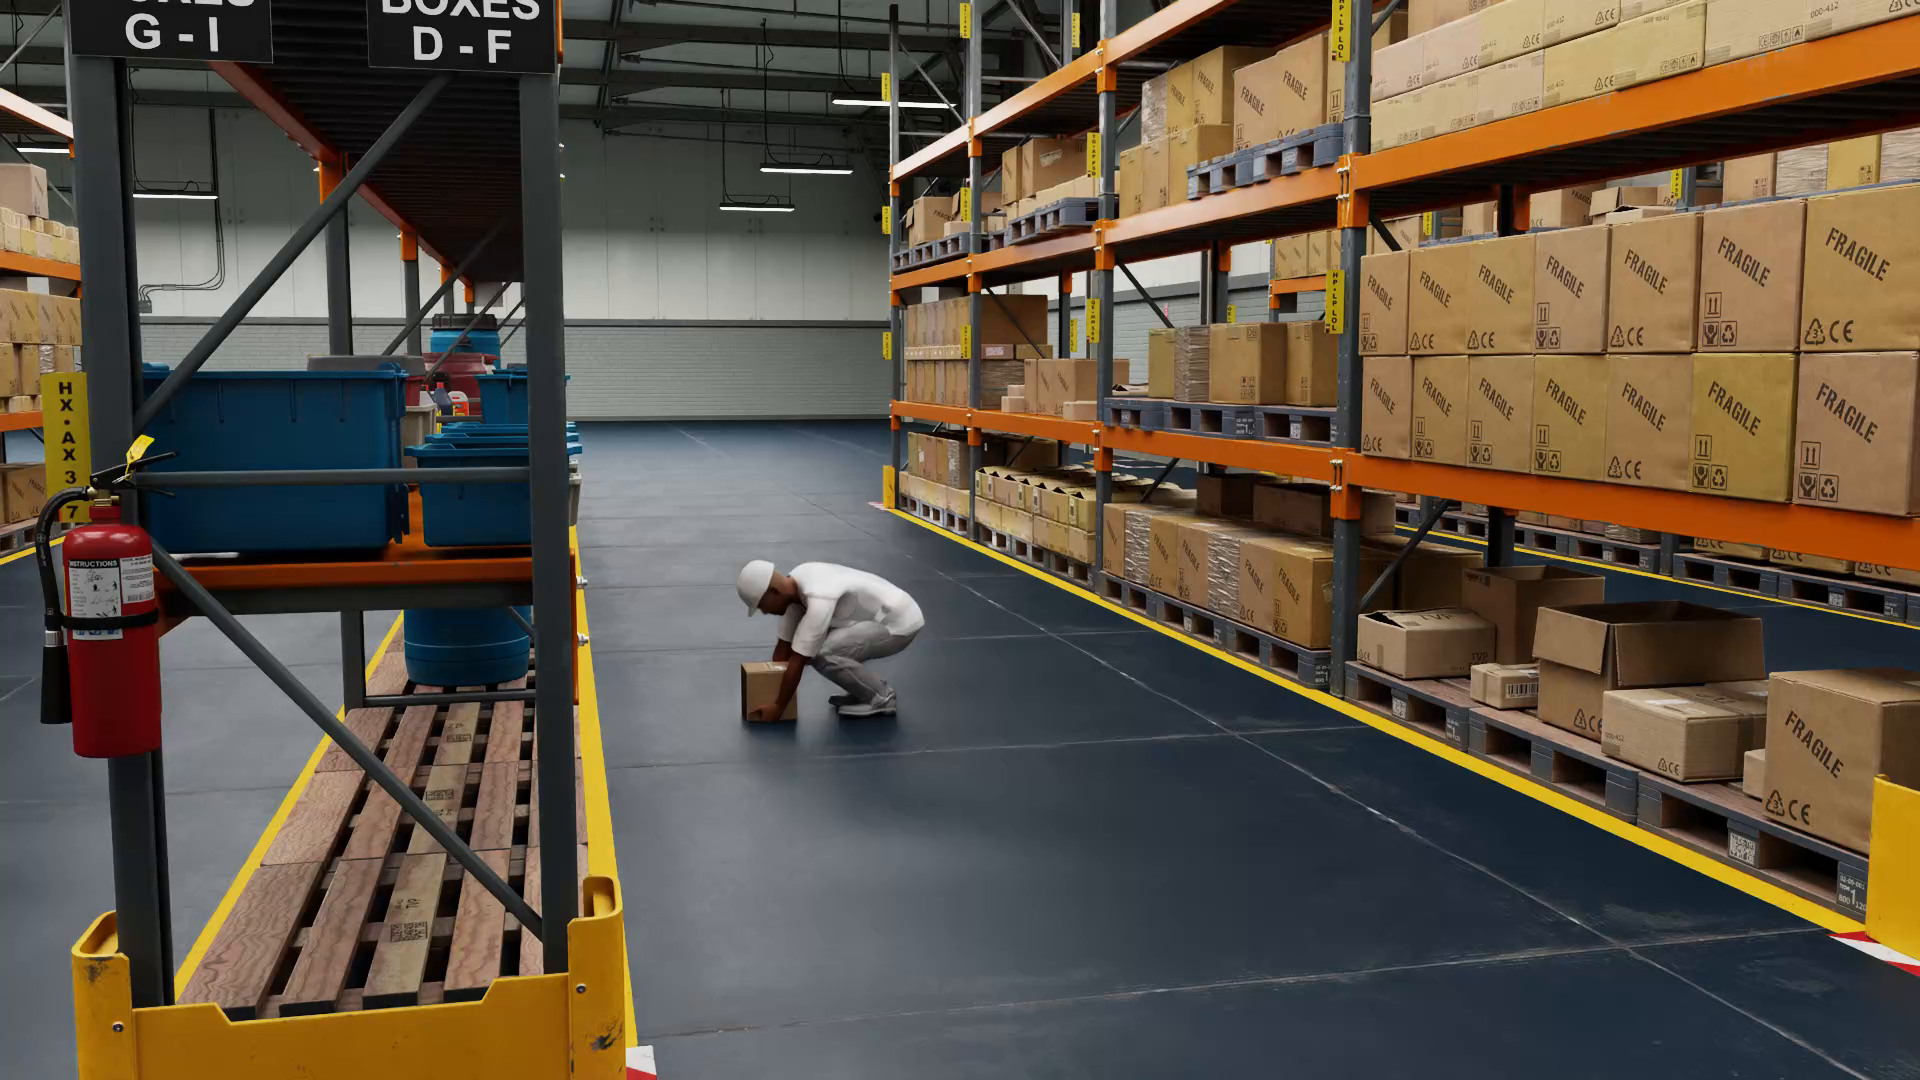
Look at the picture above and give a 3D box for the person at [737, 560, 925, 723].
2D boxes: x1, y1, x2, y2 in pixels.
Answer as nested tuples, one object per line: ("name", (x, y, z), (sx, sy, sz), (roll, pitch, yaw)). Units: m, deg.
("person", (-0.651, 0.516, 8.388), (0.944, 0.860, 0.534), (-2, 6, -15))
